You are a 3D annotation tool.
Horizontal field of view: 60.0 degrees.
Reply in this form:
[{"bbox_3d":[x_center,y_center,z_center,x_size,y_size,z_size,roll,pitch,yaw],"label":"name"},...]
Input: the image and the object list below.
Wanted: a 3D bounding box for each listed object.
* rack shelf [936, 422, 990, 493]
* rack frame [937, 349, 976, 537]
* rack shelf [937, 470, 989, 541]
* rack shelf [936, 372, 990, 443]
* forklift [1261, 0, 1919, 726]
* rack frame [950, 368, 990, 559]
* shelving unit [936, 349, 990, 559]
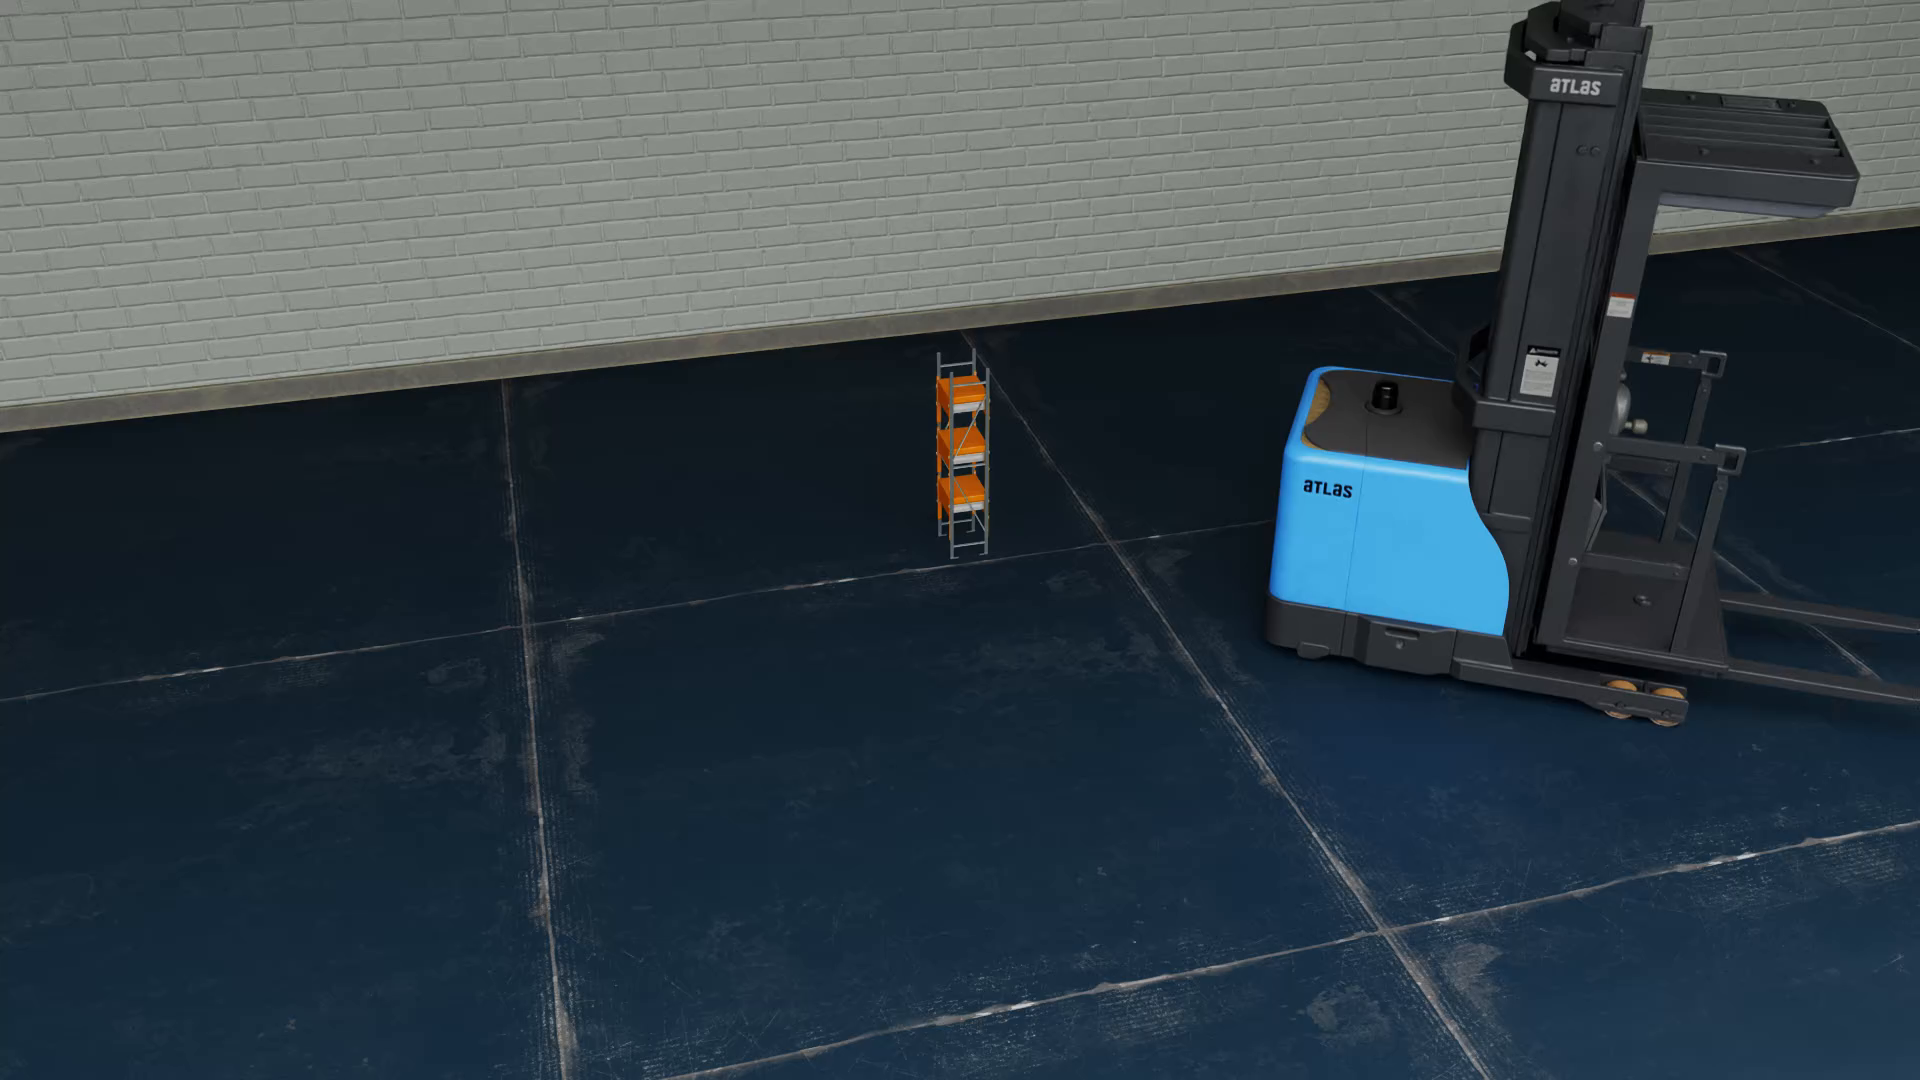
[{"bbox_3d":[0.014,-0.419,8.448,0.215,0.259,0.240,-8,31,-13],"label":"rack shelf"},{"bbox_3d":[-0.018,-0.487,8.544,0.200,1.050,0.008,-8,31,-13],"label":"rack frame"},{"bbox_3d":[0.014,-0.179,8.587,0.215,0.259,0.240,-8,31,-13],"label":"rack shelf"},{"bbox_3d":[0.014,-0.665,8.306,0.215,0.259,0.240,-8,31,-13],"label":"rack shelf"},{"bbox_3d":[2.996,-0.747,7.115,3.031,2.935,1.130,9,31,15],"label":"forklift"},{"bbox_3d":[0.047,-0.370,8.341,0.200,1.050,0.008,-8,31,-13],"label":"rack frame"},{"bbox_3d":[0.014,-0.429,8.442,0.215,1.050,0.252,-8,31,-13],"label":"shelving unit"}]
